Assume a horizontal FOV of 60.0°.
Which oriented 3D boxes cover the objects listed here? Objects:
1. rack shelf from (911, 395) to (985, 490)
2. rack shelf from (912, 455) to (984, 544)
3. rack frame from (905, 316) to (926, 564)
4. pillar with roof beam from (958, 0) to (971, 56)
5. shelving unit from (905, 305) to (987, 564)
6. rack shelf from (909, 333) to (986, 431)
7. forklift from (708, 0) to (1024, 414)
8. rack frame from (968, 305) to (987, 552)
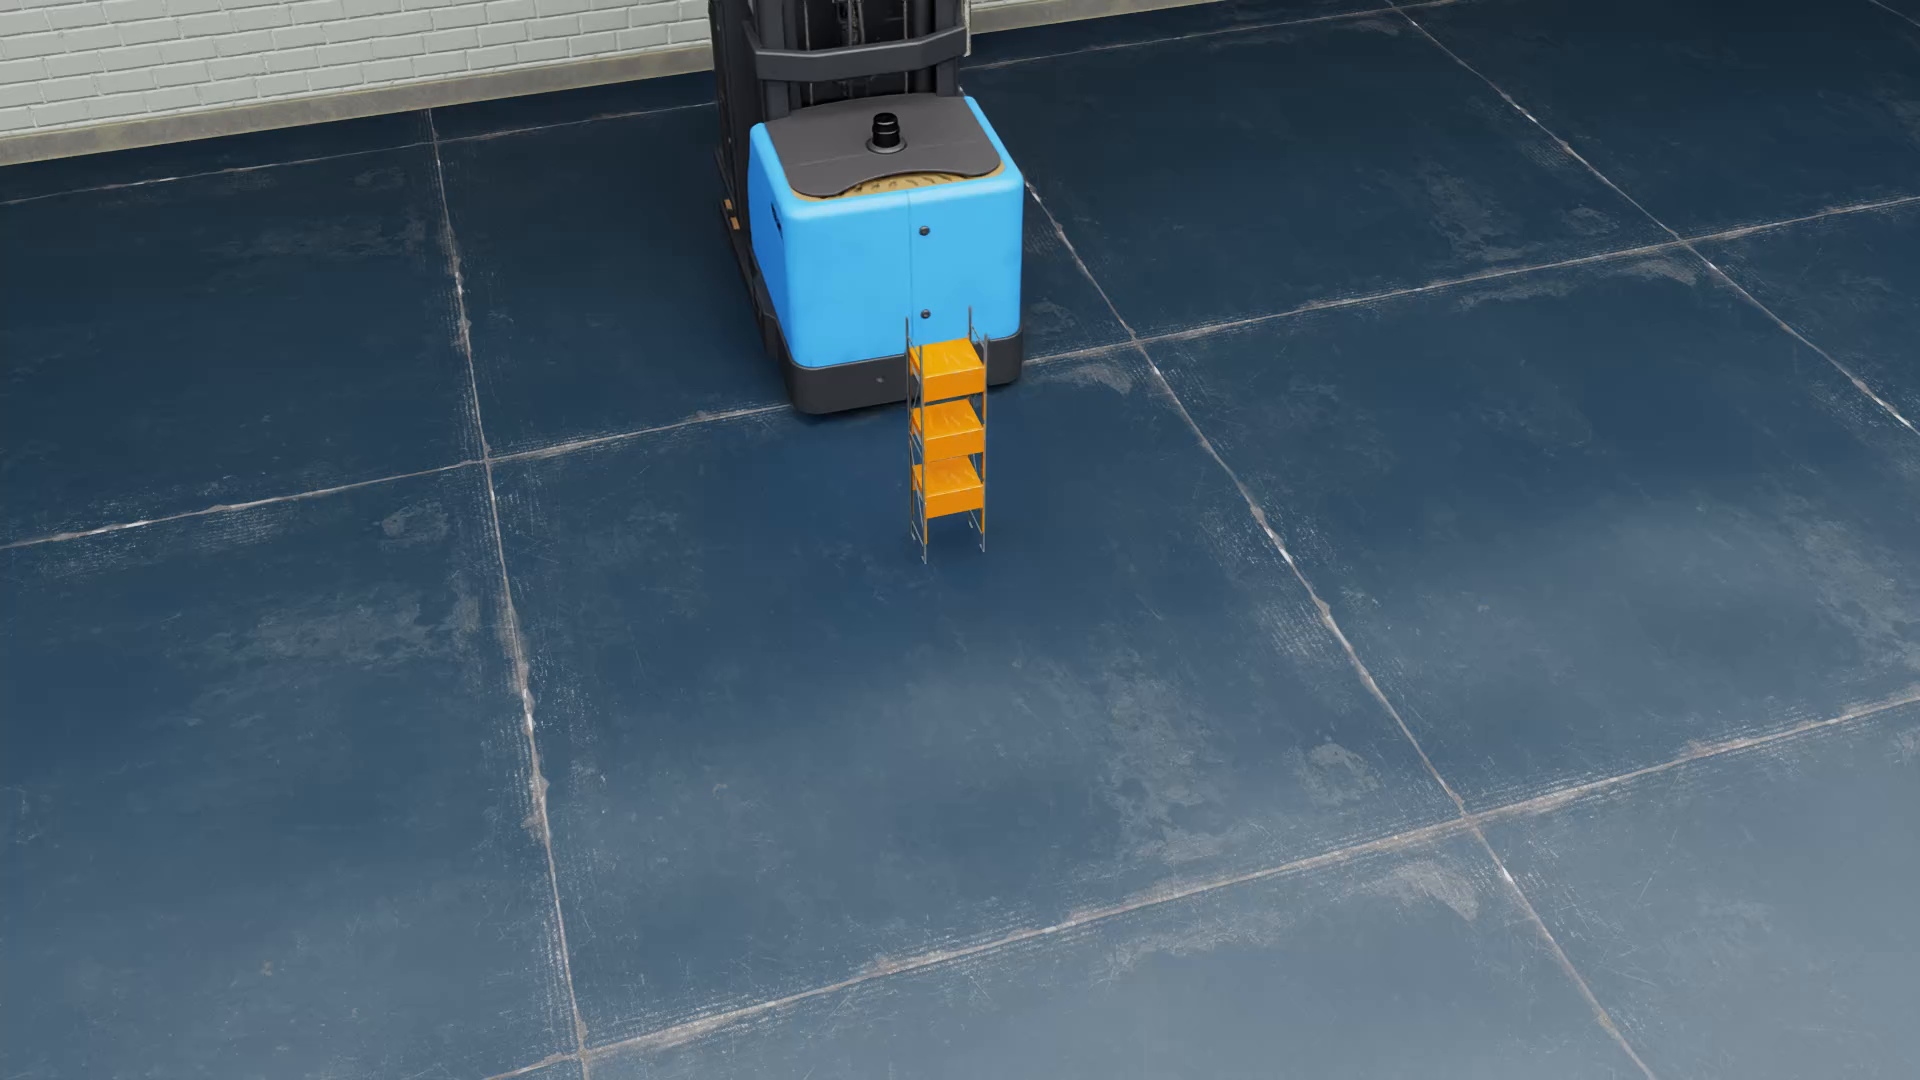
[{"bbox_3d":[-0.051,-0.377,6.399,0.240,0.259,0.215,-12,42,-13],"label":"rack shelf"},{"bbox_3d":[-0.051,-0.168,6.582,0.240,0.259,0.215,-12,42,-13],"label":"rack shelf"},{"bbox_3d":[-0.167,-0.361,6.365,0.008,1.050,0.200,-12,42,-13],"label":"rack frame"},{"bbox_3d":[1.126,-3.702,4.148,0.400,9.000,9.100,-12,42,-13],"label":"pillar with roof beam"},{"bbox_3d":[-0.051,-0.385,6.392,0.252,1.050,0.215,-12,42,-13],"label":"shelving unit"},{"bbox_3d":[-0.051,-0.591,6.213,0.240,0.259,0.215,-12,42,-13],"label":"rack shelf"},{"bbox_3d":[-0.613,-2.634,7.538,1.130,2.935,3.031,-11,42,-12],"label":"forklift"},{"bbox_3d":[0.065,-0.409,6.420,0.008,1.050,0.200,-12,42,-13],"label":"rack frame"}]
